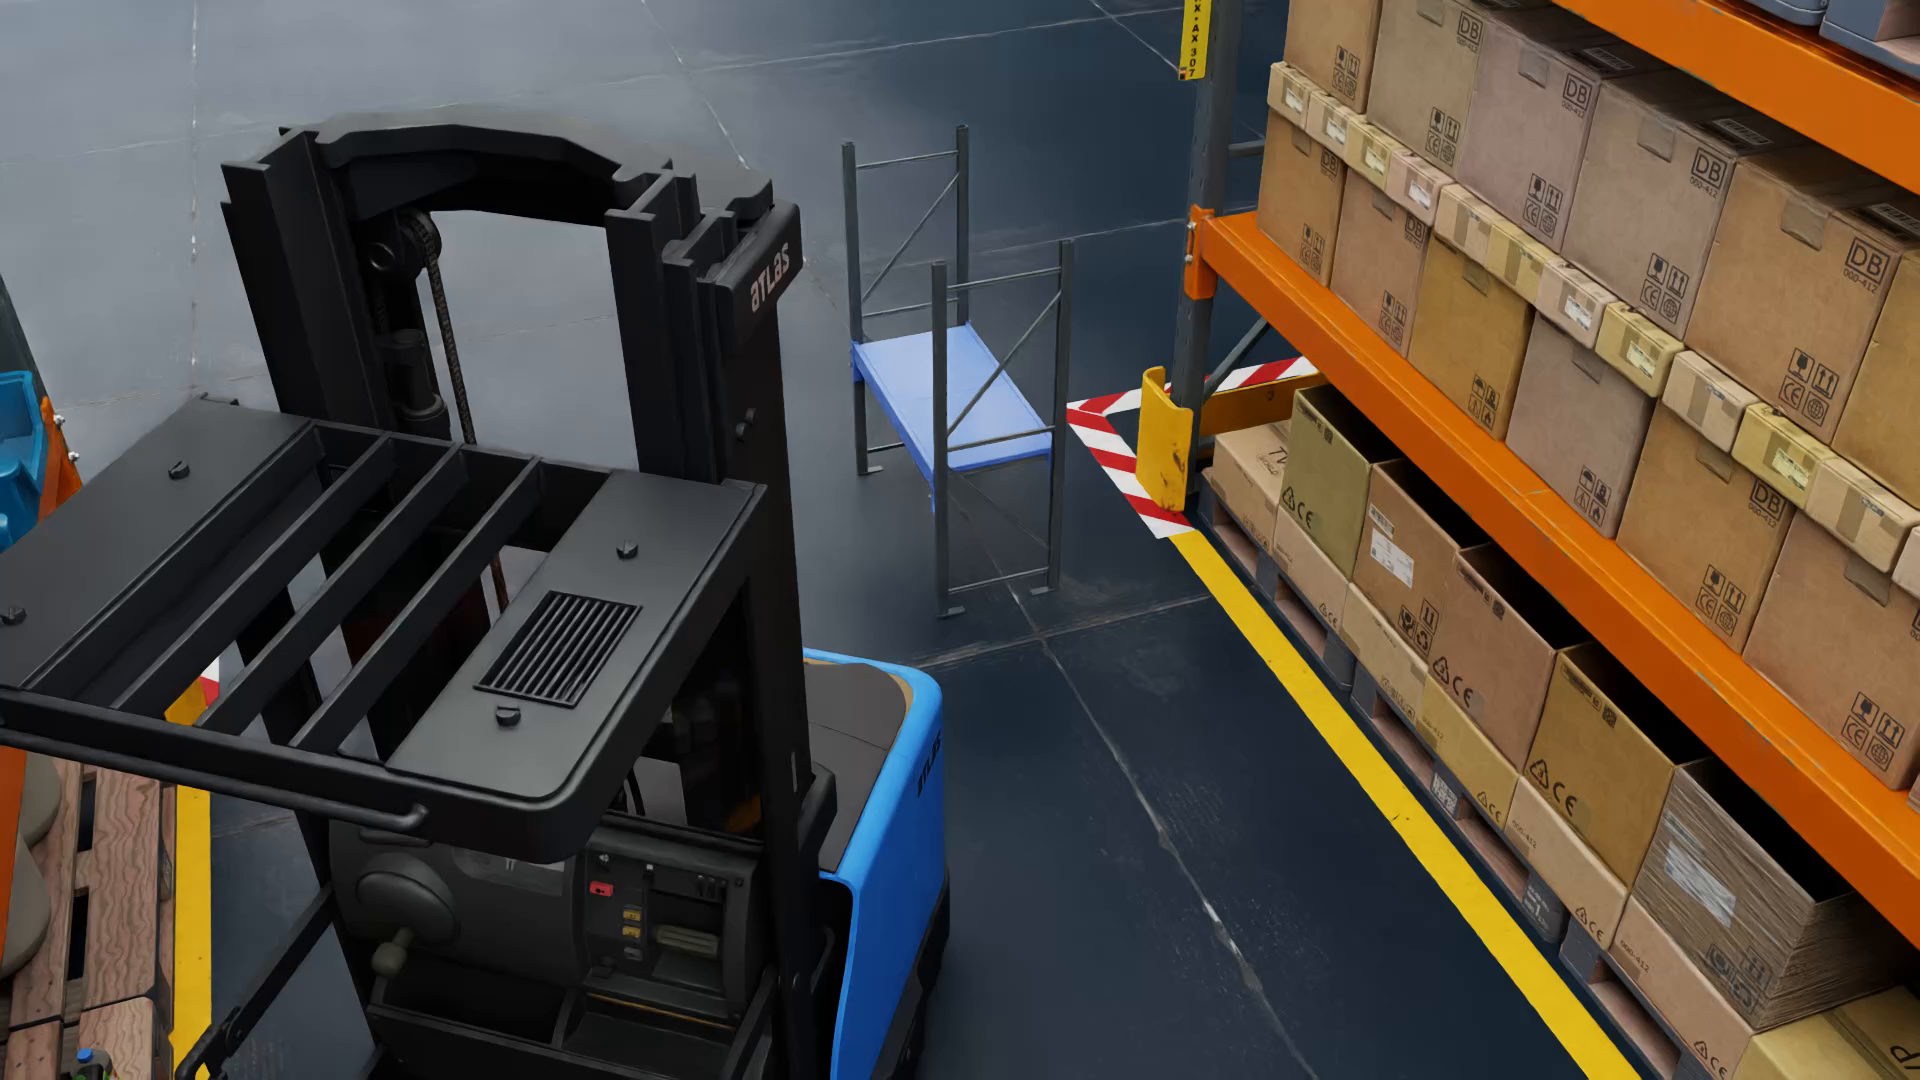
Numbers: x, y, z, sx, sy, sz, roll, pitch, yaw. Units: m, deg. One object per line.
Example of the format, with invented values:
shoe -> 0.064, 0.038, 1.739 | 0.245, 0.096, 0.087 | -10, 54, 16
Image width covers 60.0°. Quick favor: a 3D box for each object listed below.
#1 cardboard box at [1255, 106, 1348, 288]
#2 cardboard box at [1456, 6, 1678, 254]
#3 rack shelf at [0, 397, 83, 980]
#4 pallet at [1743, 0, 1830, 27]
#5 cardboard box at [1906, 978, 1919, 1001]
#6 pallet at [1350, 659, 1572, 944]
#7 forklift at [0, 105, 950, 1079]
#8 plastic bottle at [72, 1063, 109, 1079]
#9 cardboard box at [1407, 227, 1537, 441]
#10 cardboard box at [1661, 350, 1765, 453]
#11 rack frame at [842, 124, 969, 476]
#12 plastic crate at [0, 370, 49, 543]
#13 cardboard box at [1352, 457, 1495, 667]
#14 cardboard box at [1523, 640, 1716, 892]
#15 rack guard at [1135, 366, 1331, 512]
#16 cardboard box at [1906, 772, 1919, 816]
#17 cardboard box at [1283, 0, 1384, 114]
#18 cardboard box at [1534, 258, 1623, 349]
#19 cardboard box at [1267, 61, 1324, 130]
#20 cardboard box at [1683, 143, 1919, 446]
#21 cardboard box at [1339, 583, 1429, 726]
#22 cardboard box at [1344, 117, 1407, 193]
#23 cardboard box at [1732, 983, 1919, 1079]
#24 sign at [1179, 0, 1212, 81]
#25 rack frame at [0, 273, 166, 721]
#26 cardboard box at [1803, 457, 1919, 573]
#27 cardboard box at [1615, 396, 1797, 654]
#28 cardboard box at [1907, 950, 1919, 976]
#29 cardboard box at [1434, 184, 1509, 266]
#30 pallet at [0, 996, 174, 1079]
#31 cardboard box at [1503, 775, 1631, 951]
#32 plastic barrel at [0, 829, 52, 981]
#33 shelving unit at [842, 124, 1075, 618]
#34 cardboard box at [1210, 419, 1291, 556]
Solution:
cardboard box -> 1.497, -1.280, 5.874 | 0.700, 0.500, 0.500 | -12, 39, -16
cardboard box -> 1.875, -1.188, 4.673 | 0.700, 0.500, 0.500 | -12, 39, -16
rack shelf -> -2.616, 0.934, 3.615 | 1.077, 0.370, 4.000 | -12, 39, -16
pallet -> 1.991, -1.574, 3.928 | 1.003, 0.211, 1.213 | -12, 39, -16
cardboard box -> 2.850, 1.359, 4.389 | 0.500, 0.250, 0.500 | -12, 39, -16
pallet -> 2.067, 0.718, 5.621 | 1.003, 0.211, 1.213 | -12, 39, -16
forklift -> -0.918, 0.819, 3.226 | 1.130, 2.935, 3.031 | 9, 38, 12
plastic bottle -> -2.203, 1.435, 4.244 | 0.061, 0.283, 0.133 | -12, 38, -15
cardboard box -> 1.847, -0.703, 5.107 | 0.700, 0.500, 0.500 | -12, 39, -16
cardboard box -> 1.994, -0.373, 4.130 | 0.380, 0.149, 0.250 | -11, 38, -15
rack frame -> -0.204, -0.934, 6.744 | 0.500, 1.500, 0.032 | -12, 39, -16
plastic crate -> -2.851, -0.203, 4.650 | 0.499, 0.251, 0.616 | -12, 39, -16
cardboard box -> 1.682, 0.035, 5.523 | 0.500, 0.500, 0.500 | -12, 39, -16
cardboard box -> 2.023, 0.601, 4.773 | 0.500, 0.500, 0.500 | -12, 39, -16
rack guard -> 1.340, -0.522, 7.027 | 1.175, 0.500, 0.348 | -12, 39, -16
cardboard box -> 2.566, 0.464, 3.558 | 0.700, 0.500, 0.500 | -13, 39, -17
cardboard box -> 1.515, -1.769, 5.444 | 0.700, 0.500, 0.500 | -12, 39, -16
cardboard box -> 1.809, -0.671, 4.526 | 0.380, 0.149, 0.250 | -12, 39, -16
cardboard box -> 1.281, -1.540, 5.679 | 0.380, 0.149, 0.250 | -13, 39, -16
cardboard box -> 2.219, -0.623, 3.922 | 0.700, 0.500, 0.500 | -12, 39, -16
cardboard box -> 1.671, 0.337, 5.746 | 0.500, 0.250, 0.500 | -12, 39, -16
cardboard box -> 1.459, -1.250, 5.294 | 0.380, 0.149, 0.250 | -12, 39, -16
cardboard box -> 2.360, 1.467, 4.246 | 0.500, 0.250, 0.500 | -12, 39, -16
sign -> 0.825, -1.773, 5.825 | 0.100, 0.325, 0.005 | -12, 39, -16
rack frame -> -3.304, -0.483, 4.899 | 1.000, 3.000, 0.127 | -12, 39, -16
cardboard box -> 2.163, -0.091, 3.756 | 0.380, 0.149, 0.250 | -13, 39, -16
cardboard box -> 2.209, -0.117, 4.329 | 0.700, 0.500, 0.500 | -12, 39, -15
cardboard box -> 2.679, 0.776, 4.539 | 0.500, 0.500, 0.500 | -12, 39, -16
cardboard box -> 1.638, -0.957, 4.905 | 0.380, 0.149, 0.250 | -14, 39, -17
pallet -> -2.543, 1.812, 4.169 | 1.003, 0.211, 1.213 | -12, 39, -16
cardboard box -> 2.011, 0.903, 4.995 | 0.500, 0.250, 0.500 | -12, 39, -16
plastic barrel -> -2.833, 0.982, 4.672 | 0.421, 0.512, 0.421 | 0, 37, 0
shelving unit -> -0.029, -0.647, 6.363 | 0.538, 1.500, 1.048 | -12, 39, -16
cardboard box -> 1.324, -0.227, 6.495 | 0.500, 0.250, 0.500 | -12, 39, -16
